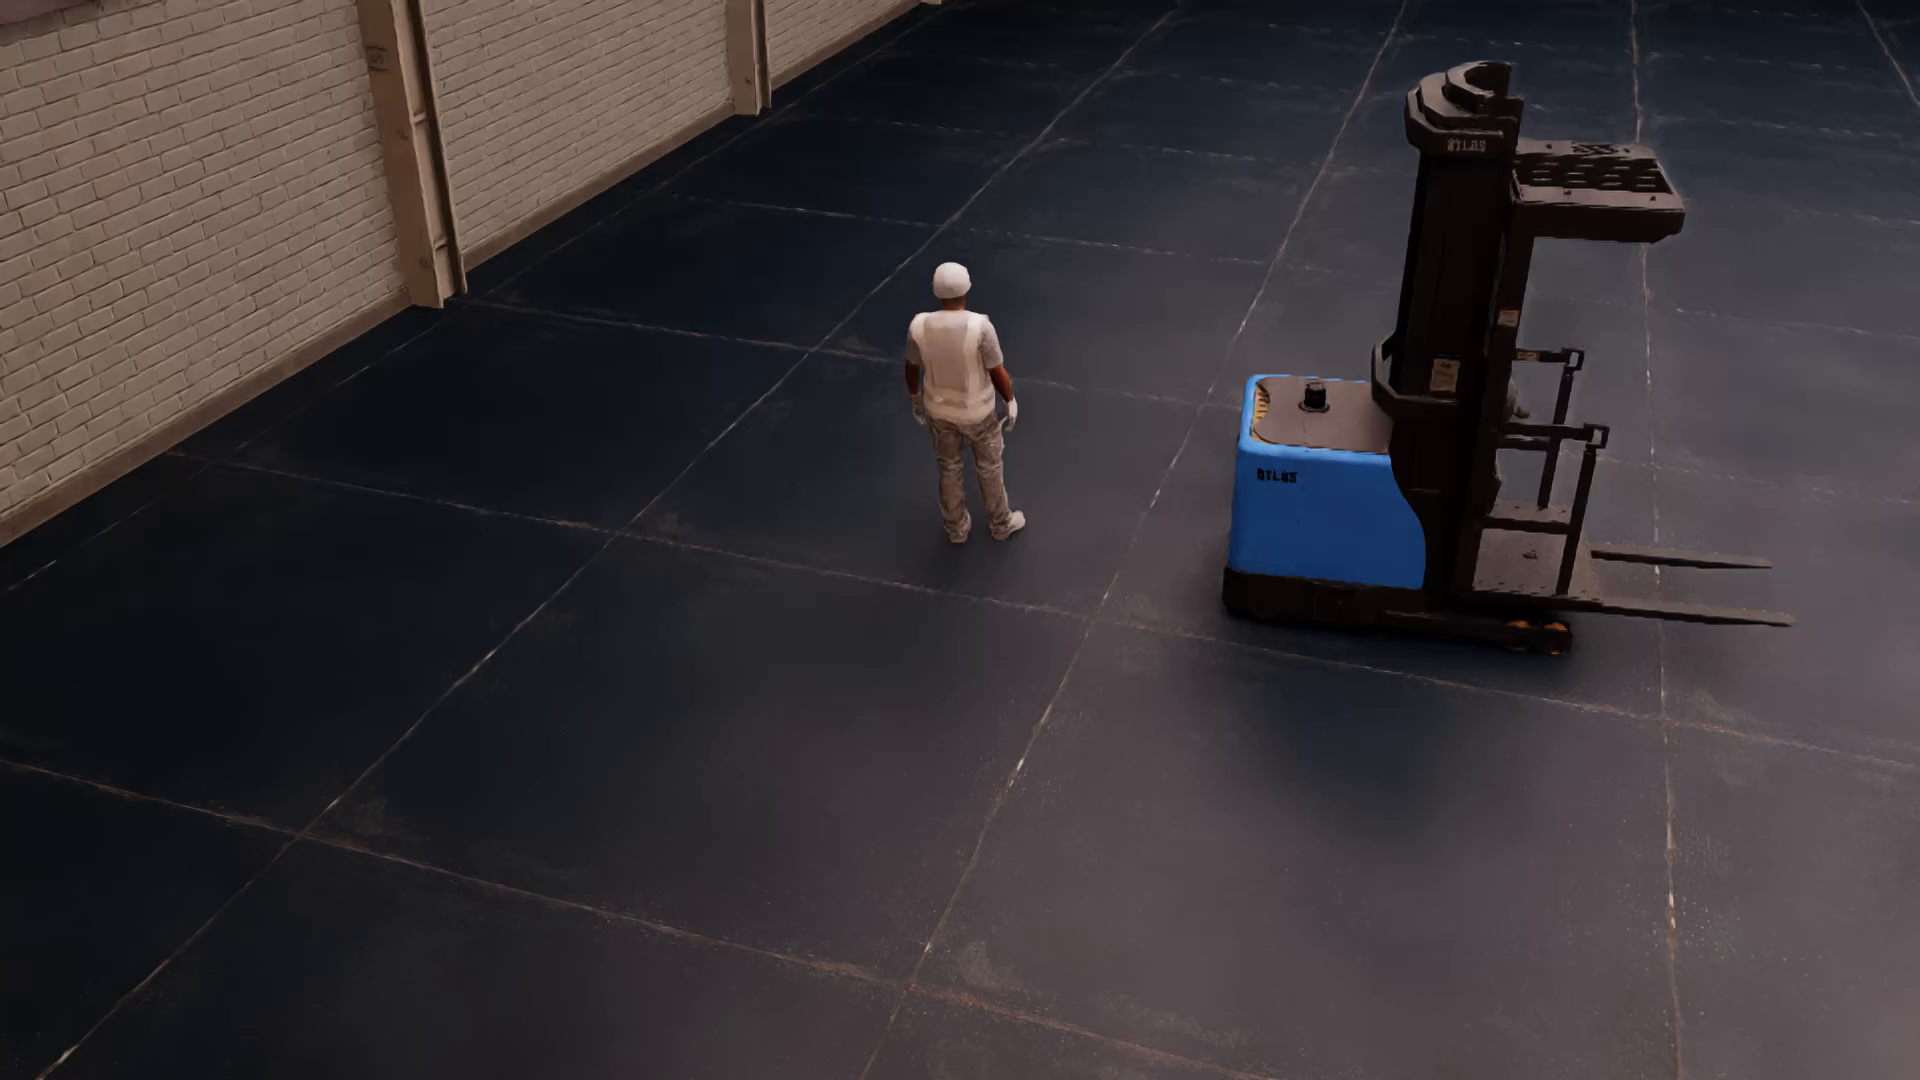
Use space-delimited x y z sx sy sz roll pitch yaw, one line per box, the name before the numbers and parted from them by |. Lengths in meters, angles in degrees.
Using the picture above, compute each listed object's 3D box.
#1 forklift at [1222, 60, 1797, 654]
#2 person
forklift | 3.044 -0.942 8.789 3.031 2.935 1.130 6 30 10
person | 0.031 -0.813 9.708 0.655 1.782 0.576 10 31 16
